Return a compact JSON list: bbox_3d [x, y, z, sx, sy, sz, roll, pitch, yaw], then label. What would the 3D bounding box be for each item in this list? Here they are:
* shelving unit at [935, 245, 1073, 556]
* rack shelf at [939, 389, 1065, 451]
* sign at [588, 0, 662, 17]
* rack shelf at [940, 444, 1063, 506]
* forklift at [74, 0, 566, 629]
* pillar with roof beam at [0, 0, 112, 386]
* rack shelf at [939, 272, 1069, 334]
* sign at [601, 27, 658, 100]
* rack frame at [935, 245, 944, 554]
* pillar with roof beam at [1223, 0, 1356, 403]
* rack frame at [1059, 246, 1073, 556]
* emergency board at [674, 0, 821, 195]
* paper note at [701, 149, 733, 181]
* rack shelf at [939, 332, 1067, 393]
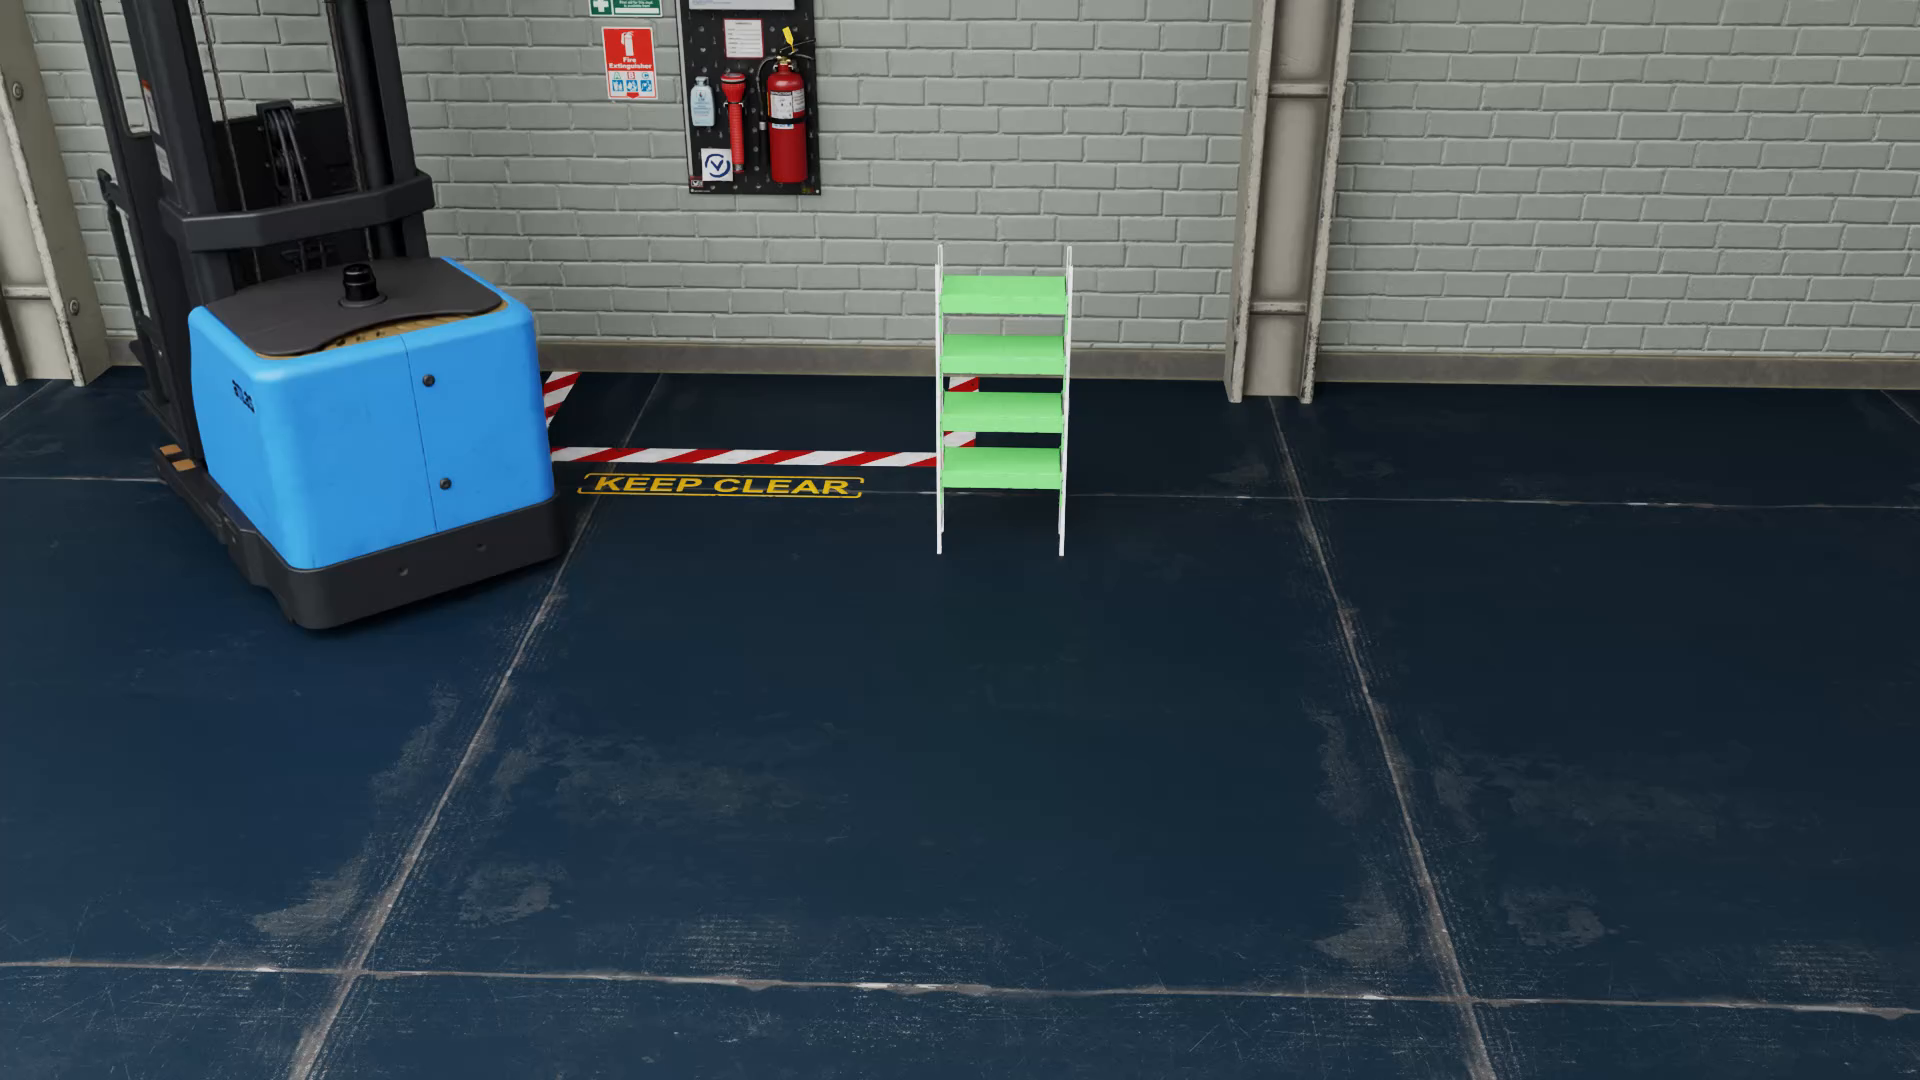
[{"bbox_3d":[0.165,-0.527,6.464,0.503,1.200,0.258,1,28,2],"label":"shelving unit"},{"bbox_3d":[0.165,-0.471,6.494,0.480,0.148,0.258,1,28,2],"label":"rack shelf"},{"bbox_3d":[-1.512,-2.419,7.507,0.331,0.109,0.001,1,28,2],"label":"sign"},{"bbox_3d":[0.165,-0.259,6.606,0.480,0.148,0.258,1,28,2],"label":"rack shelf"},{"bbox_3d":[-2.850,-1.600,6.639,1.130,2.935,3.031,-20,34,-33],"label":"forklift"},{"bbox_3d":[-4.647,-2.792,2.409,0.400,9.000,9.100,1,28,2],"label":"pillar with roof beam"},{"bbox_3d":[0.165,-0.895,6.269,0.480,0.148,0.258,1,28,2],"label":"rack shelf"},{"bbox_3d":[-1.516,-2.189,7.639,0.234,0.329,0.001,1,28,2],"label":"sign"},{"bbox_3d":[-0.078,-0.531,6.471,0.015,1.200,0.240,1,28,2],"label":"rack frame"},{"bbox_3d":[1.349,-2.693,2.222,0.400,9.000,9.100,1,28,2],"label":"pillar with roof beam"},{"bbox_3d":[0.409,-0.523,6.456,0.015,1.200,0.240,1,28,2],"label":"rack frame"},{"bbox_3d":[-0.967,-2.116,7.539,0.643,1.169,0.194,1,28,2],"label":"emergency board"},{"bbox_3d":[-1.142,-1.762,7.812,0.142,0.148,0.016,1,28,2],"label":"paper note"},{"bbox_3d":[0.165,-0.683,6.381,0.480,0.148,0.258,1,28,2],"label":"rack shelf"}]
